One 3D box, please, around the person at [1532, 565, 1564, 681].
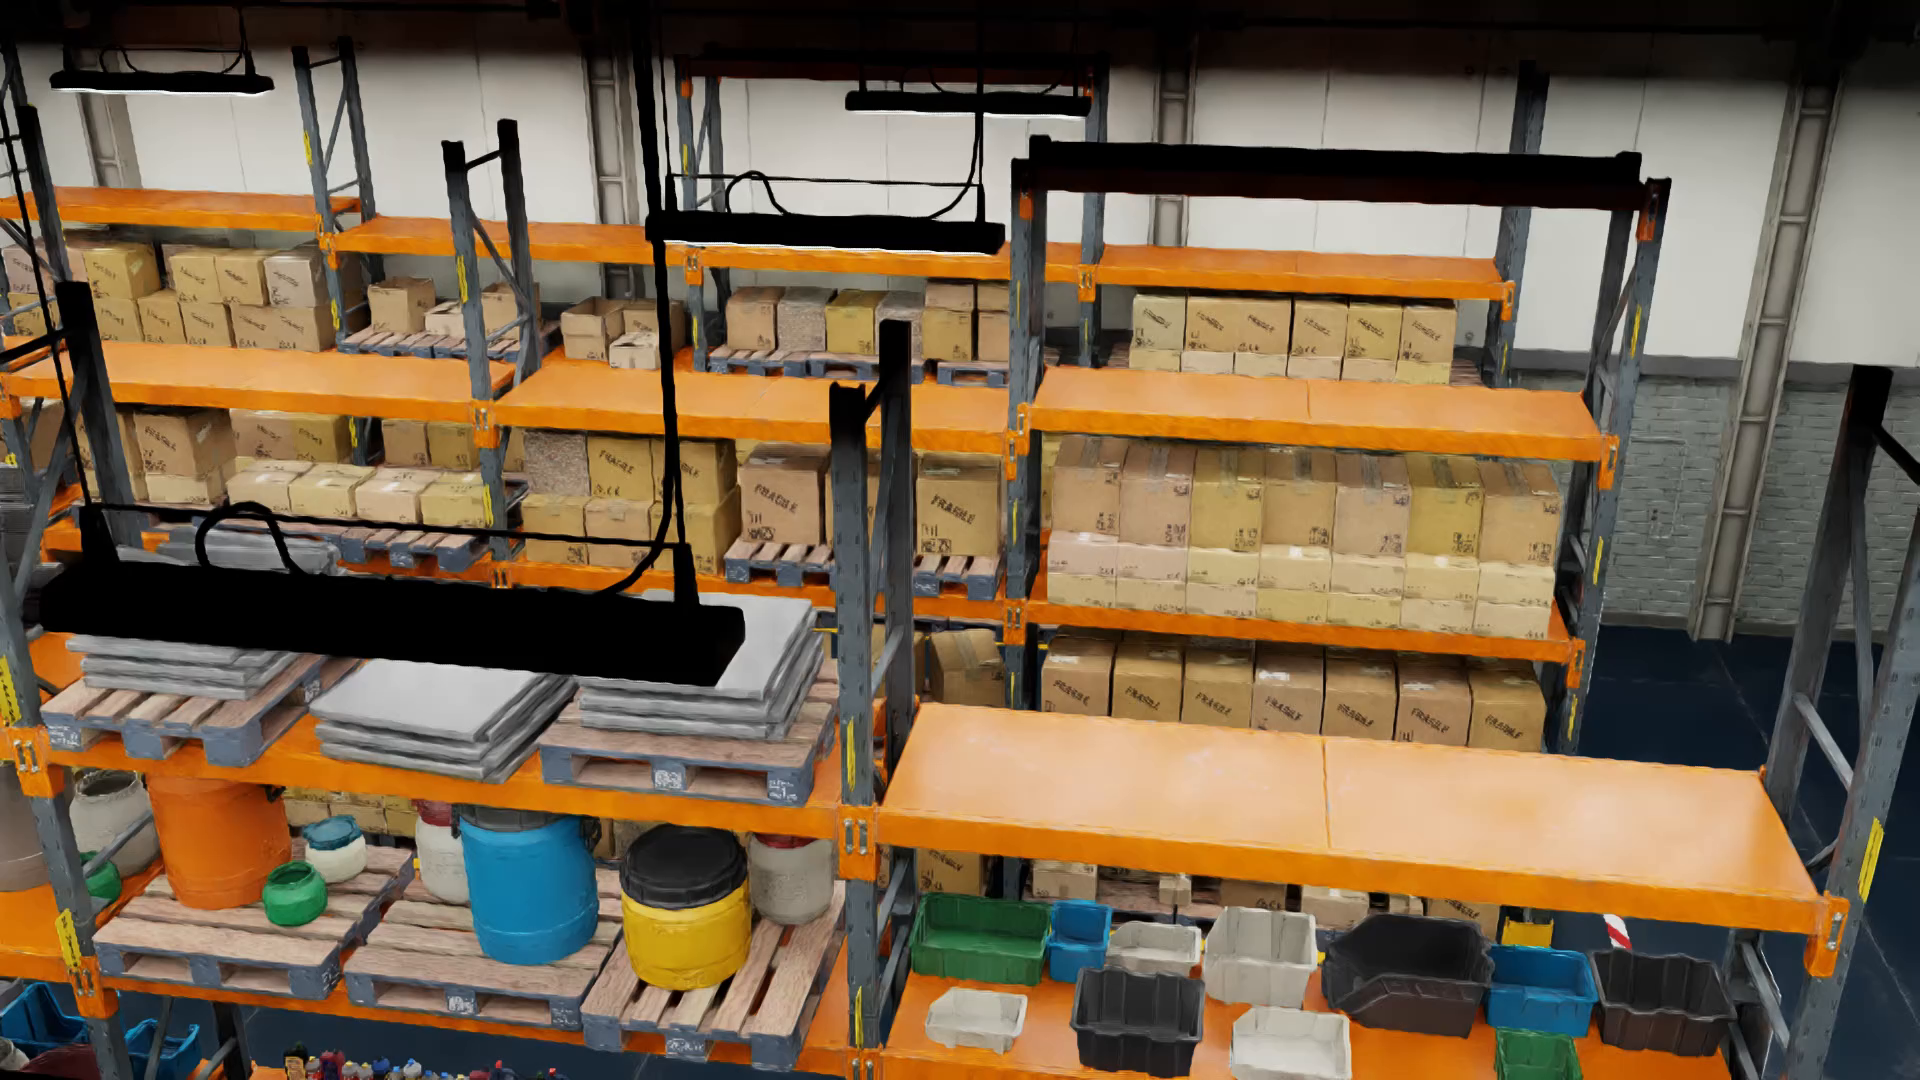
[{"bbox_3d":[5.402,1.006,15.726,0.652,1.759,0.480,15,27,32],"label":"person"}]
